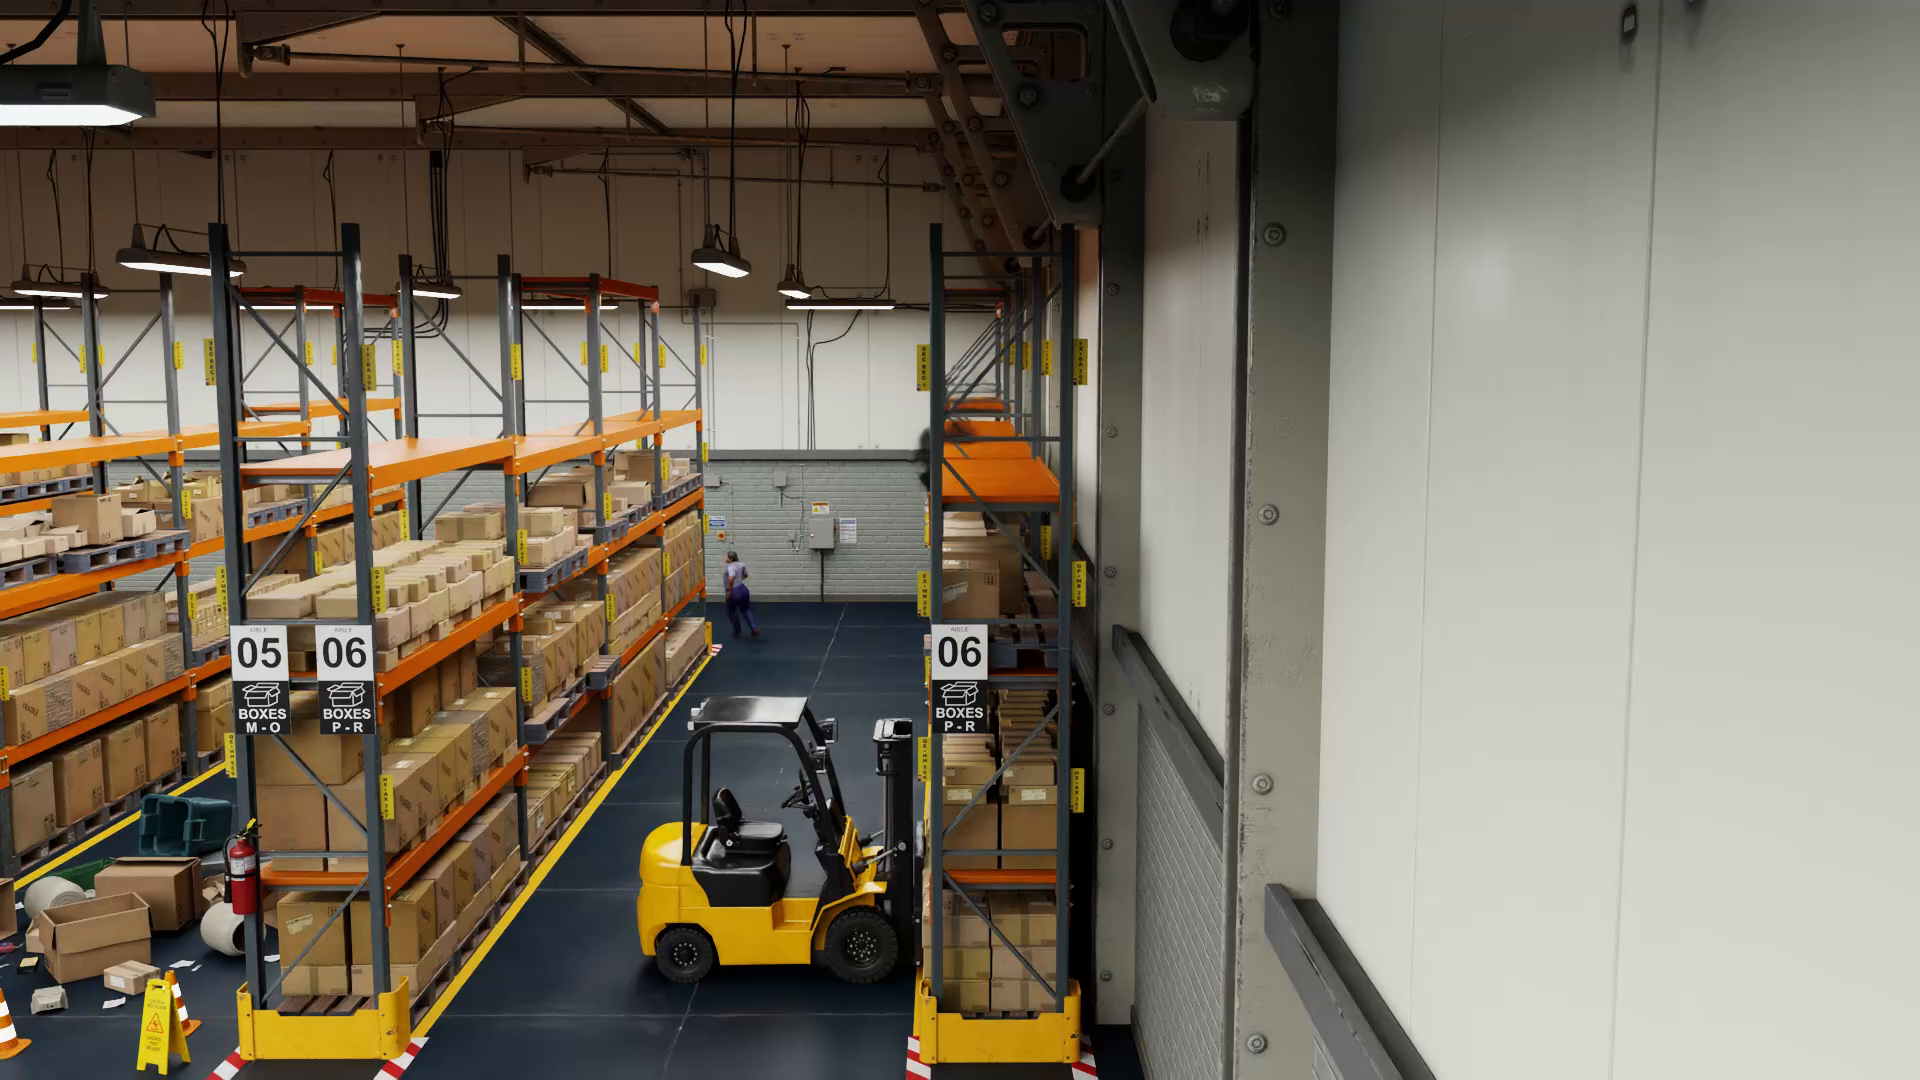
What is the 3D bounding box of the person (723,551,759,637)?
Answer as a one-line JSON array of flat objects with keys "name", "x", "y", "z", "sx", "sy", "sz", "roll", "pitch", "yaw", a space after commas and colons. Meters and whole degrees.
[{"name": "person", "x": -3.975, "y": 0.969, "z": 29.255, "sx": 0.632, "sy": 1.605, "sz": 0.830, "roll": -6, "pitch": 9, "yaw": -43}]
